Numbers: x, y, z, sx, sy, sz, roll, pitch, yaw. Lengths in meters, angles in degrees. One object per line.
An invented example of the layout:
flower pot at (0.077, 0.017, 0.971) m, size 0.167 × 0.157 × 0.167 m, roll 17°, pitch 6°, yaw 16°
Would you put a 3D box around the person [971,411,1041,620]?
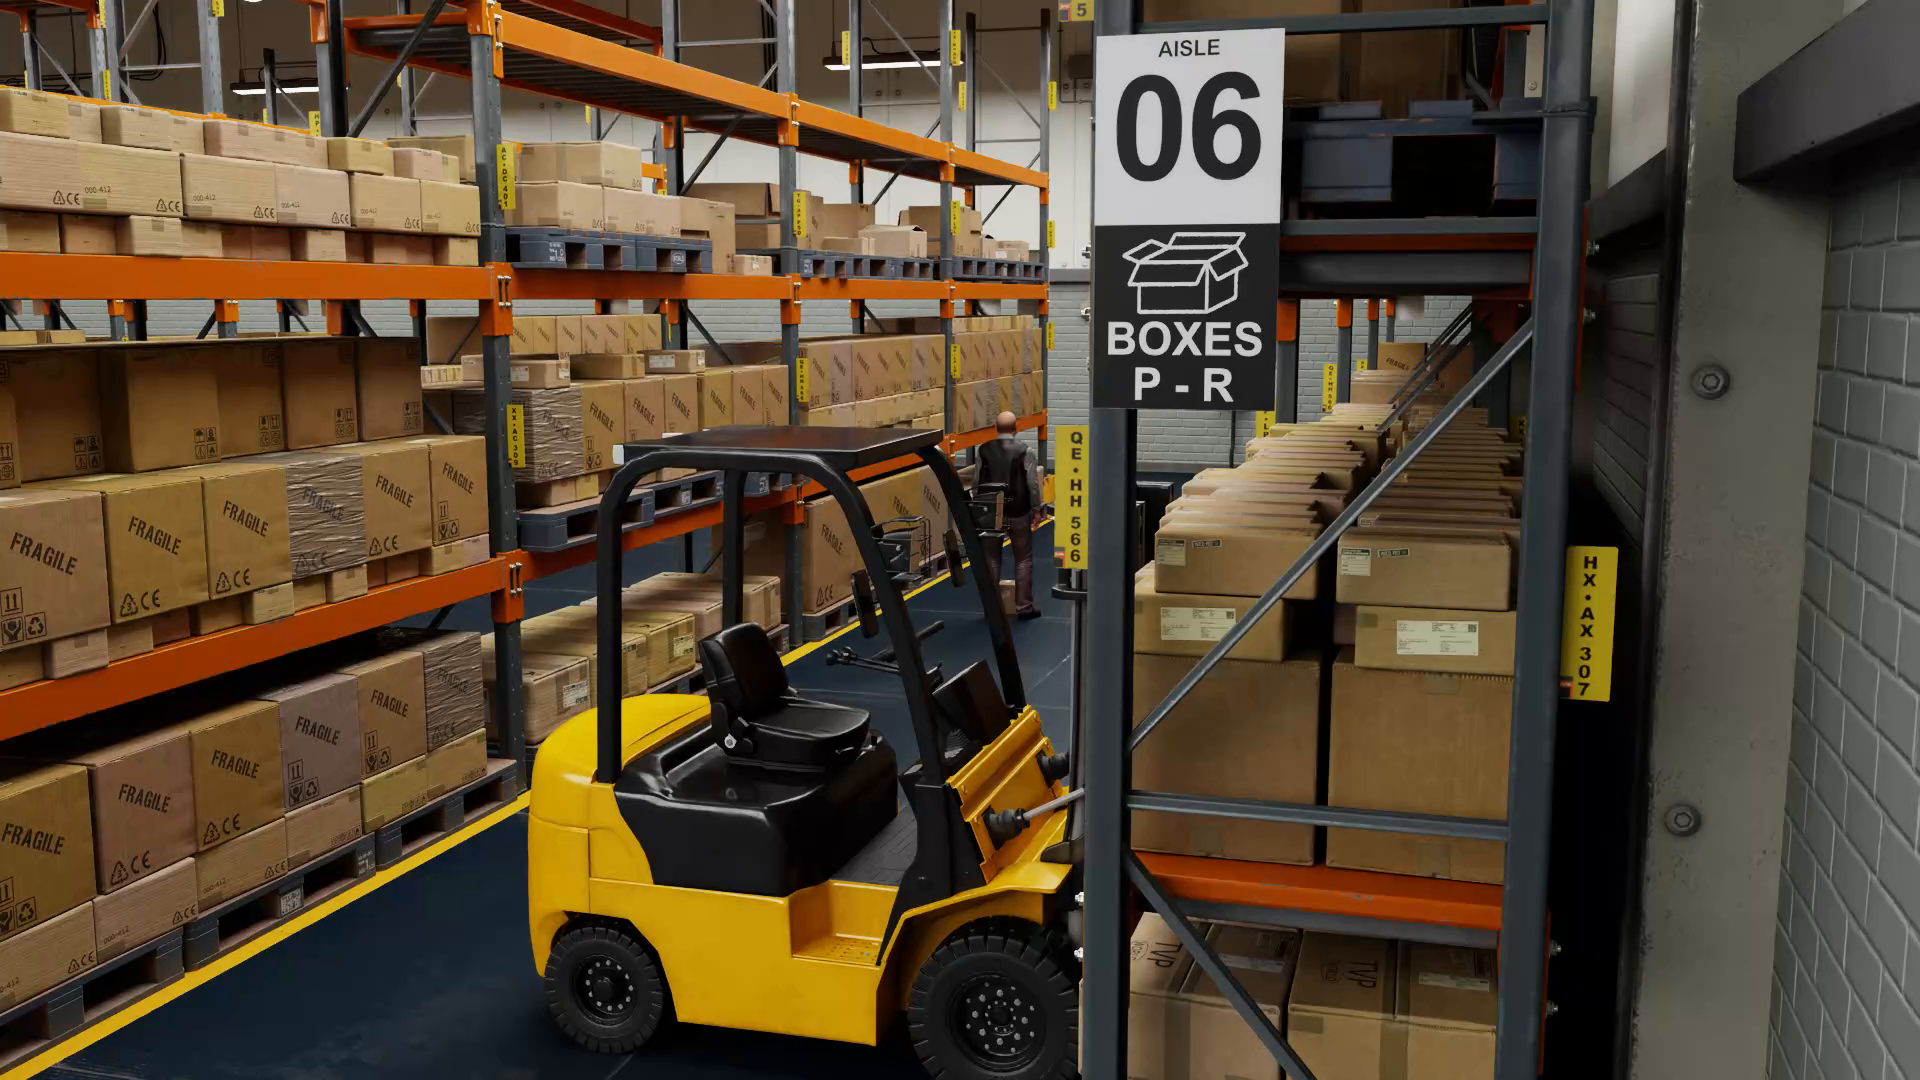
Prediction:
person at (0.382, -0.202, 13.802) m, size 0.581 × 1.721 × 0.420 m, roll 2°, pitch 9°, yaw 16°
